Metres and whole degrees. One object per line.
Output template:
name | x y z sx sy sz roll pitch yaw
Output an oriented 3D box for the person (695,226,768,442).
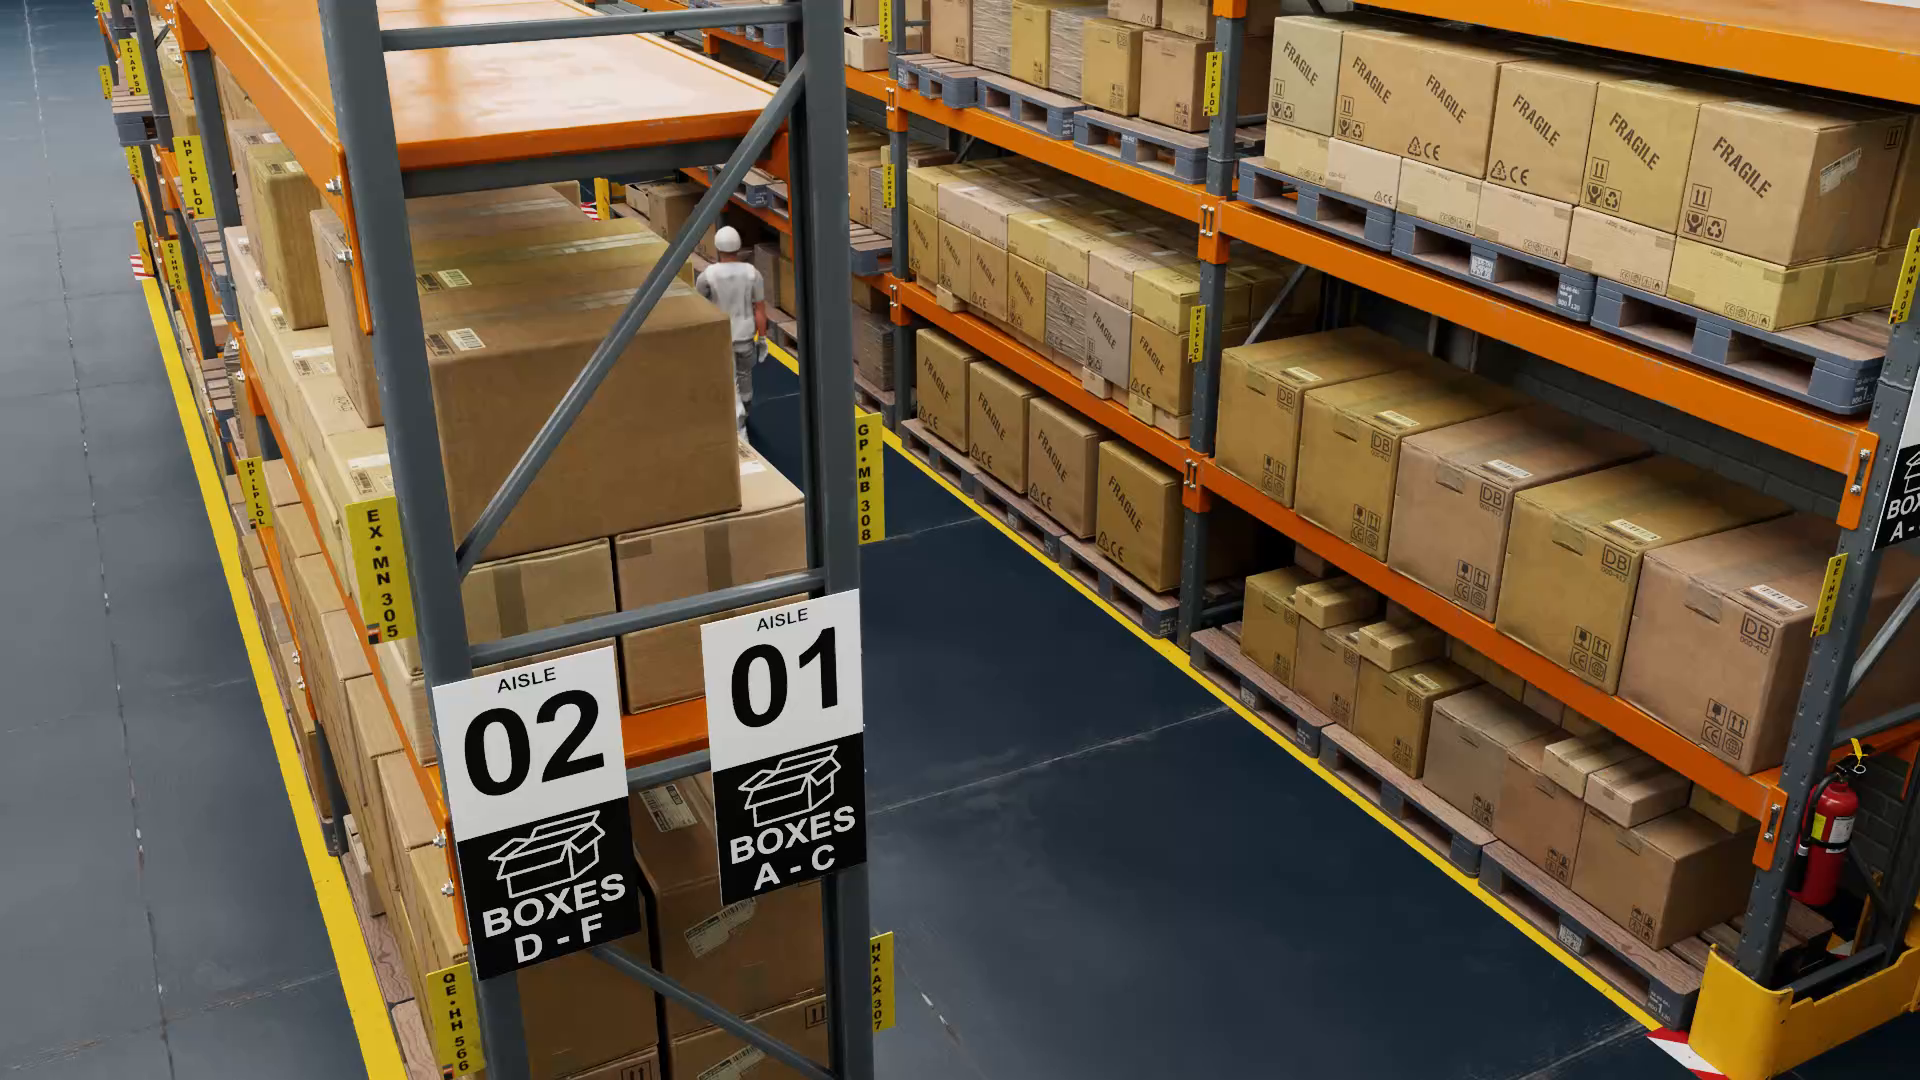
person | -1.814 -1.621 13.017 0.548 1.743 1.036 -8 27 -17
